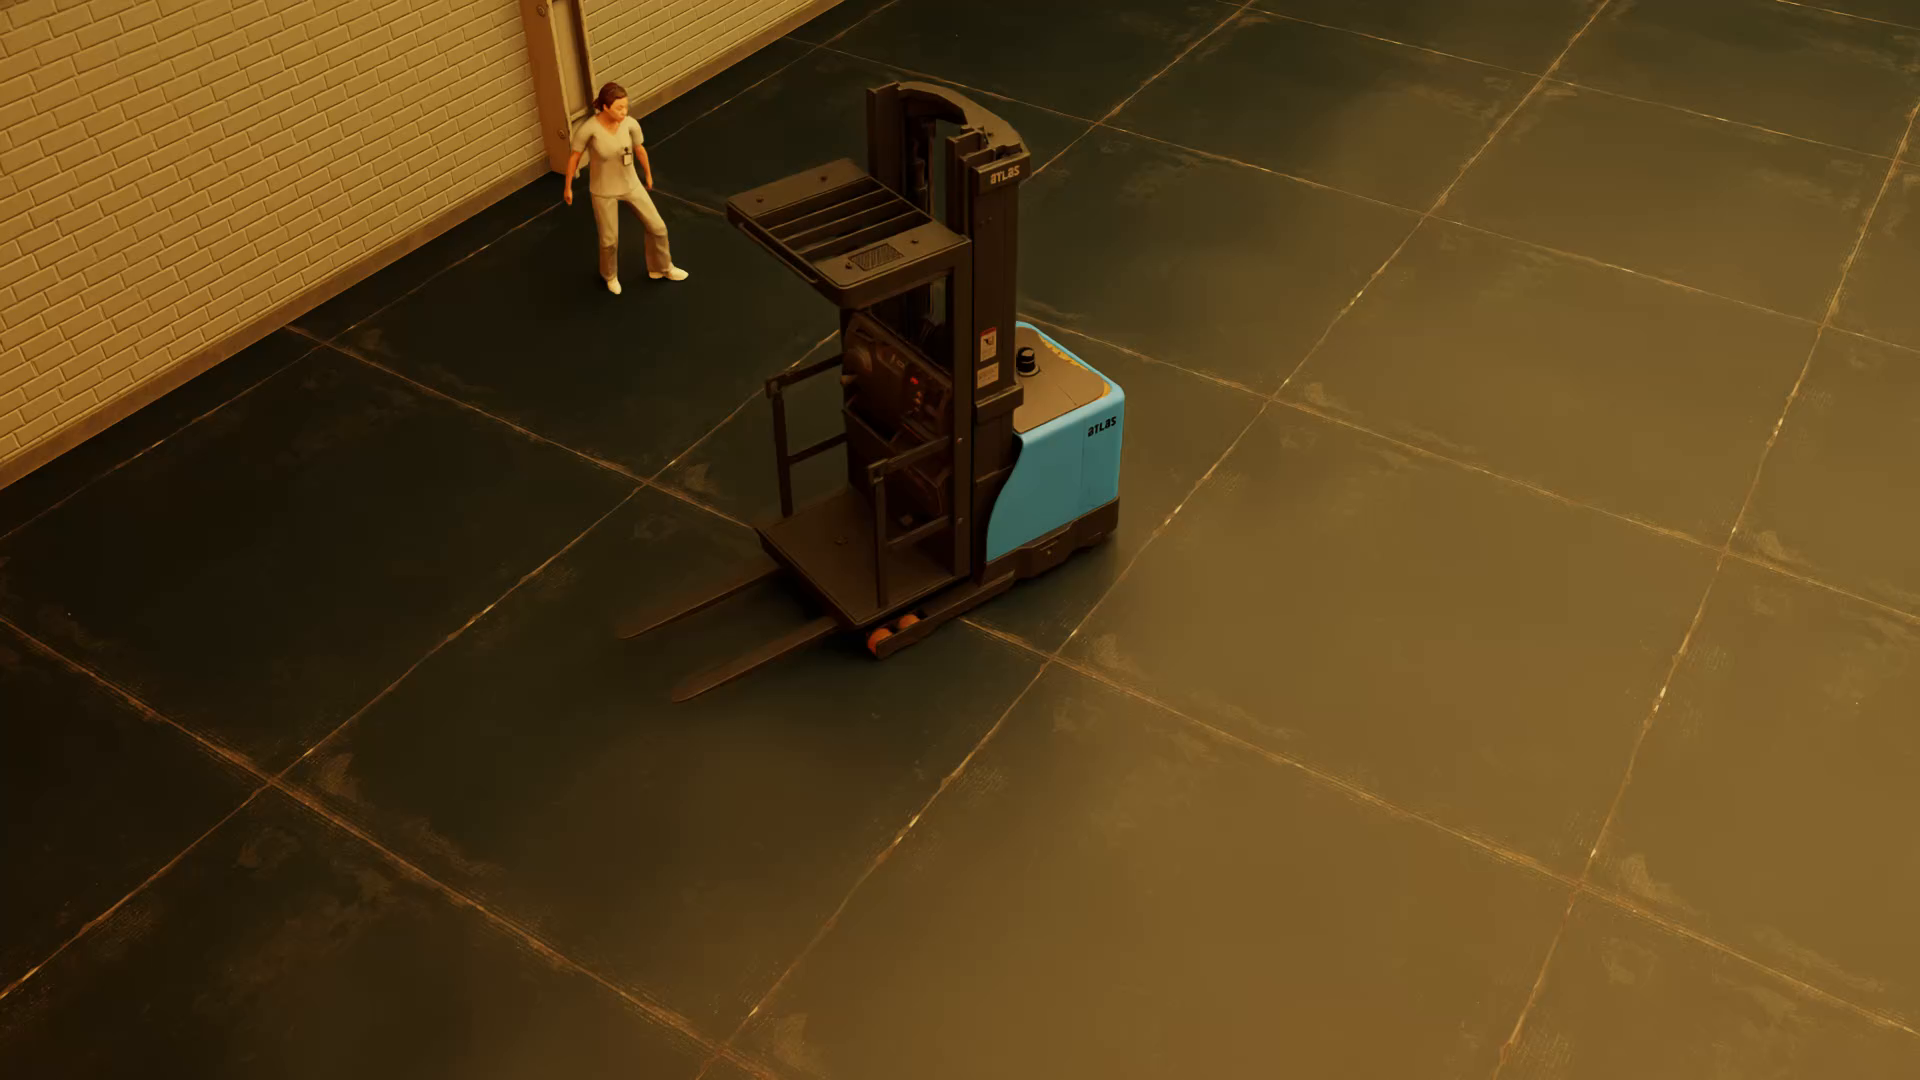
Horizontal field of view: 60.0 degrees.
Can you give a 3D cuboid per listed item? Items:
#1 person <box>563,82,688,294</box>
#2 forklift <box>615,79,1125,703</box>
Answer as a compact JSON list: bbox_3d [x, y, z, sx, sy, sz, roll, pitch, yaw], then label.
[{"bbox_3d":[-2.463,-2.551,12.001,0.794,1.643,0.403,-17,43,-19],"label":"person"},{"bbox_3d":[-0.514,-0.840,8.958,3.031,2.935,1.130,-26,47,-27],"label":"forklift"}]
